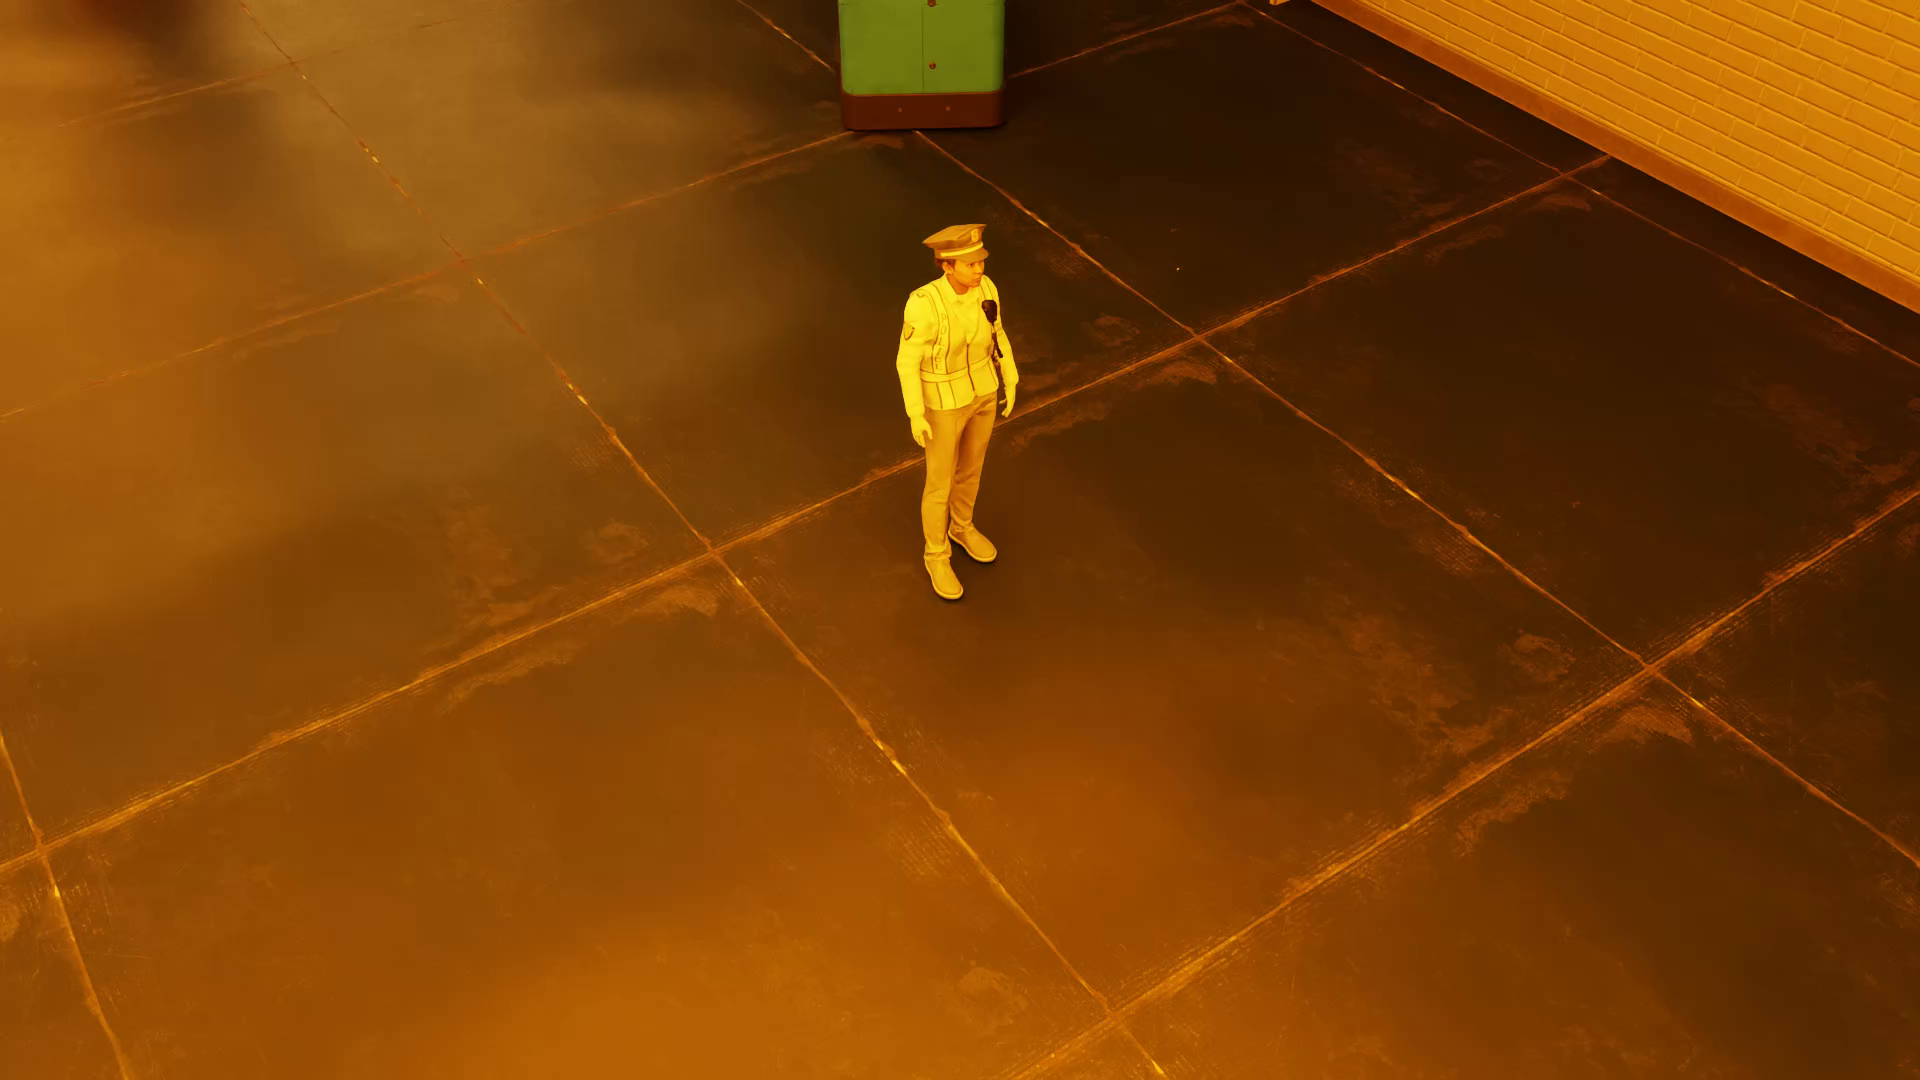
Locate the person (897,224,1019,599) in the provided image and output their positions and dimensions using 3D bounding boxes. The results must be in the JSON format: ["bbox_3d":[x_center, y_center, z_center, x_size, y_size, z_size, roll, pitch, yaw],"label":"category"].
[{"bbox_3d":[0.034,-0.587,7.254,0.586,1.694,0.530,-25,48,-25],"label":"person"}]

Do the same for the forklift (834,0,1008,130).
[{"bbox_3d":[-0.301,-4.679,10.793,1.130,2.935,3.031,-2,43,-2],"label":"forklift"}]
